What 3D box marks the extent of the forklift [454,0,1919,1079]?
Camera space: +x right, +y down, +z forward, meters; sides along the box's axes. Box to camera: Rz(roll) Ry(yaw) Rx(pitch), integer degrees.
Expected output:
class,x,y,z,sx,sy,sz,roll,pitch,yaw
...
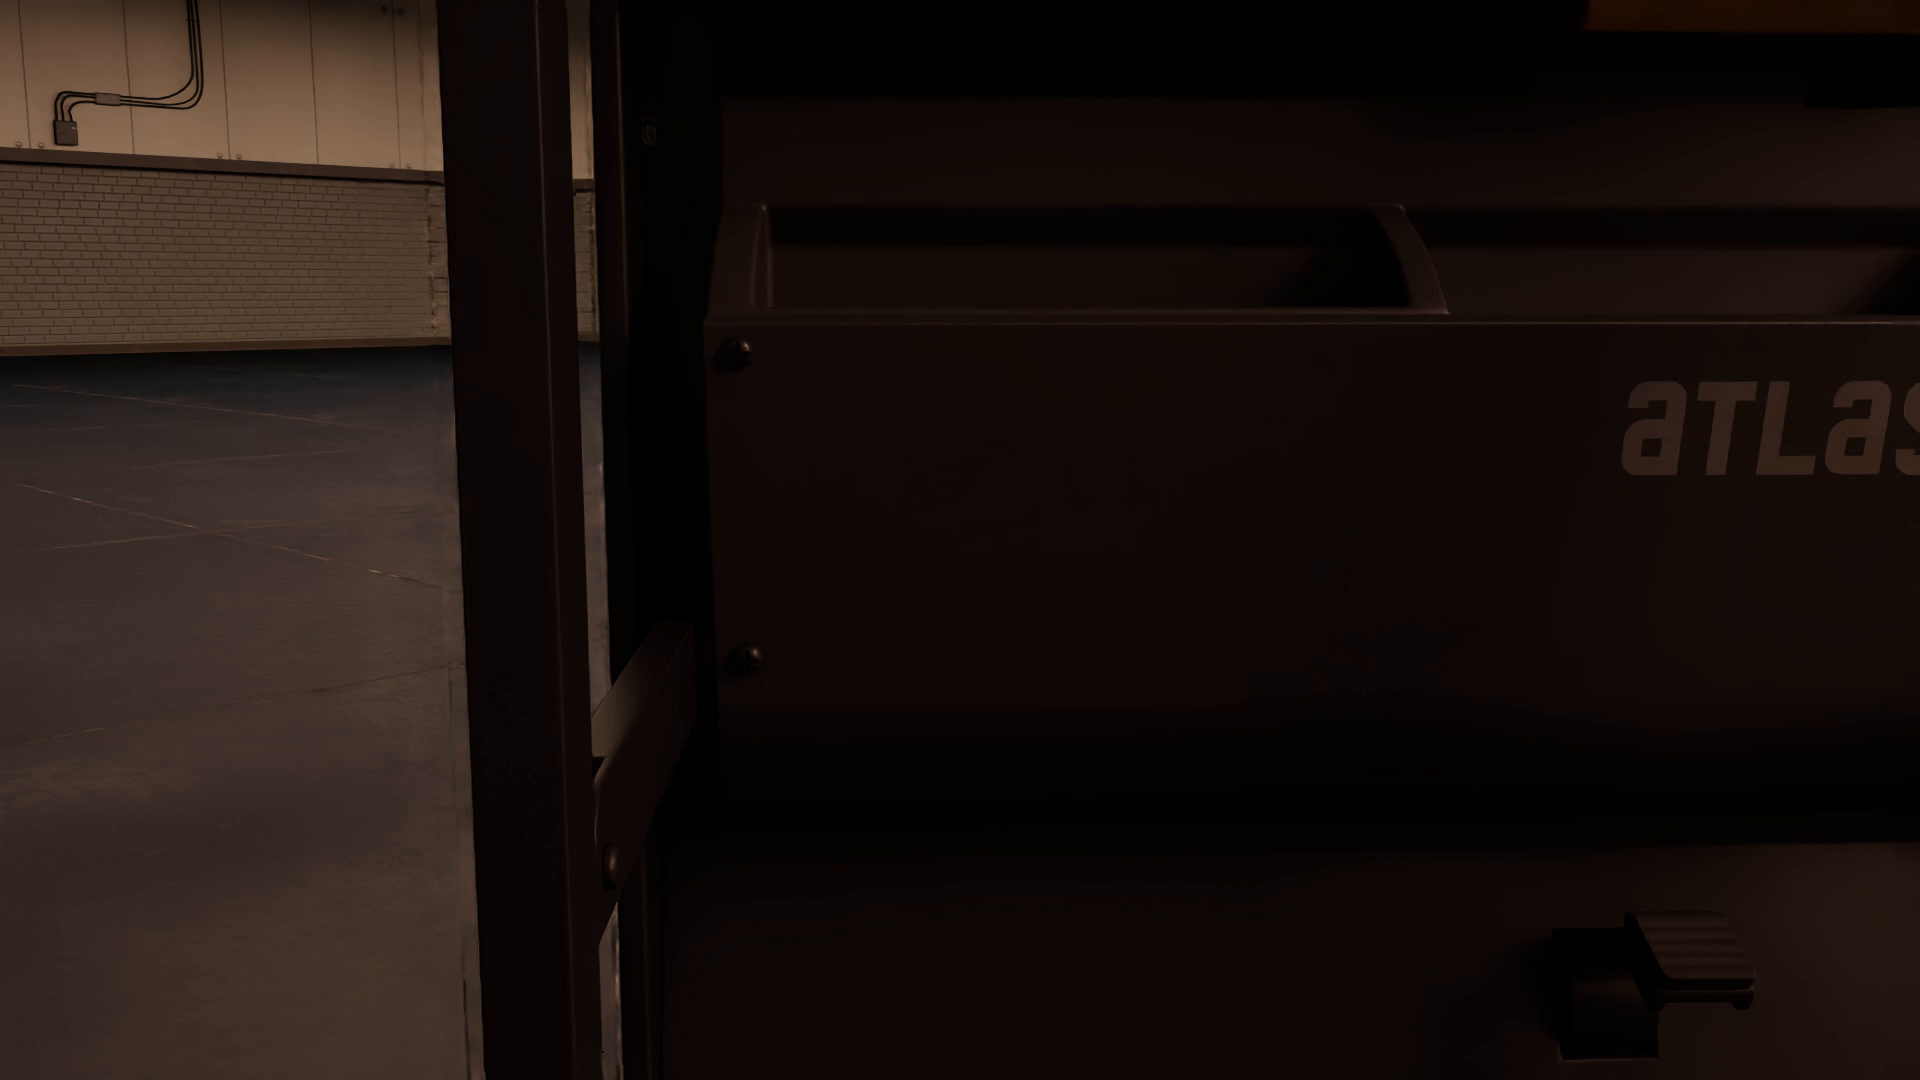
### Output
class,x,y,z,sx,sy,sz,roll,pitch,yaw
forklift,0.313,-0.600,0.859,1.130,2.935,3.031,0,9,-3
